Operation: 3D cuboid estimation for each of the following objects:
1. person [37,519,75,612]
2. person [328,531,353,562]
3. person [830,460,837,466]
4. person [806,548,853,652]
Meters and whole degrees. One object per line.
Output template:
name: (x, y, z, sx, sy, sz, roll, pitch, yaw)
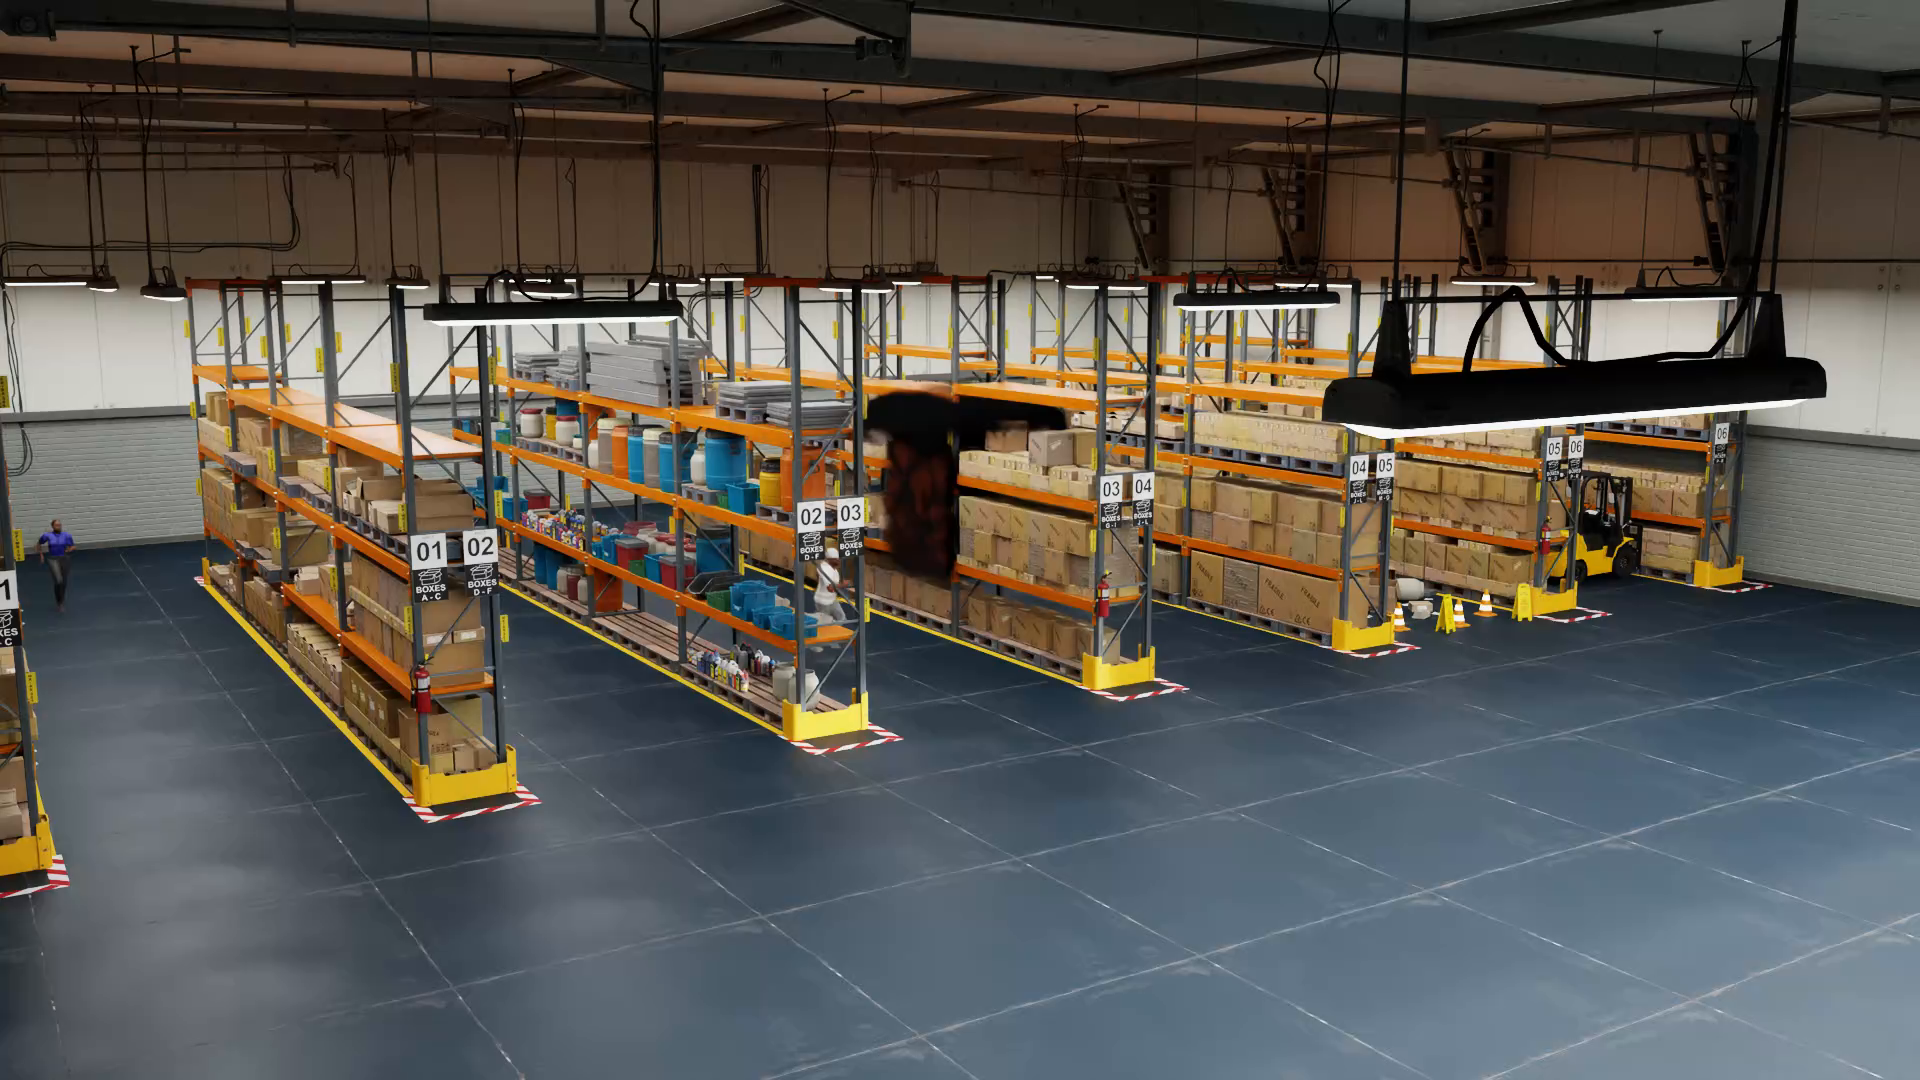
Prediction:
person: (-16.448, 0.458, 30.352, 0.549, 1.714, 0.817, -9, 13, -44)
person: (-12.328, -0.070, 33.053, 0.642, 1.766, 0.776, -6, 11, -32)
person: (-3.052, -1.112, 39.842, 0.532, 1.608, 0.650, -4, 10, -24)
person: (-2.078, 0.968, 26.183, 0.858, 1.723, 0.654, 2, 10, 13)
